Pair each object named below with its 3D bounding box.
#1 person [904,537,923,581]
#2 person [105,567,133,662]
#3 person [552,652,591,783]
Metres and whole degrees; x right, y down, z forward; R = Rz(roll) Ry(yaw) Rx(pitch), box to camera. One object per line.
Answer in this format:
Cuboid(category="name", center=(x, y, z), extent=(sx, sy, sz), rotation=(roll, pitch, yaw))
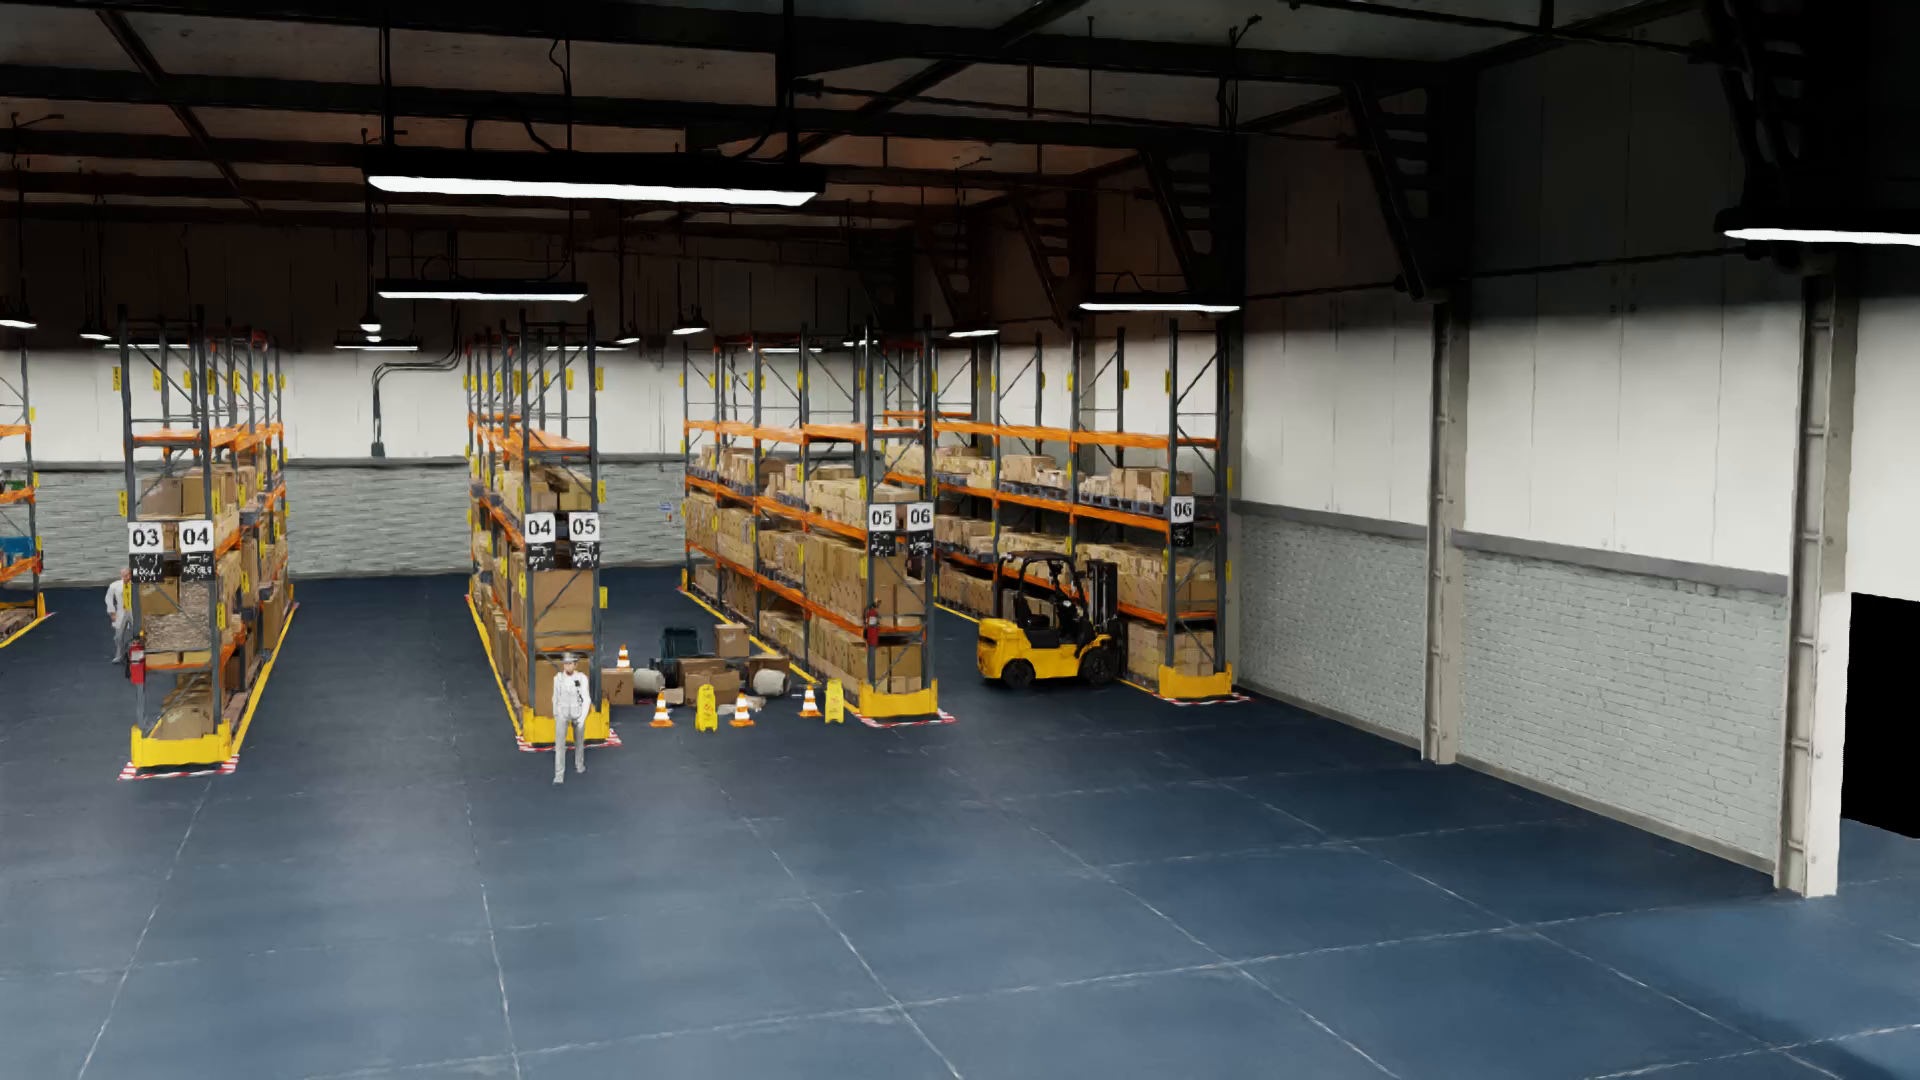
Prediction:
Cuboid(category="person", center=(-1.054, 0.417, 35.921), extent=(0.655, 1.771, 0.699), rotation=(0, 5, 0))
Cuboid(category="person", center=(-14.851, 1.329, 29.701), extent=(0.729, 1.733, 0.546), rotation=(-2, 6, -21))
Cuboid(category="person", center=(-4.891, 2.194, 20.941), extent=(0.484, 1.614, 0.986), rotation=(-1, 6, -10))
